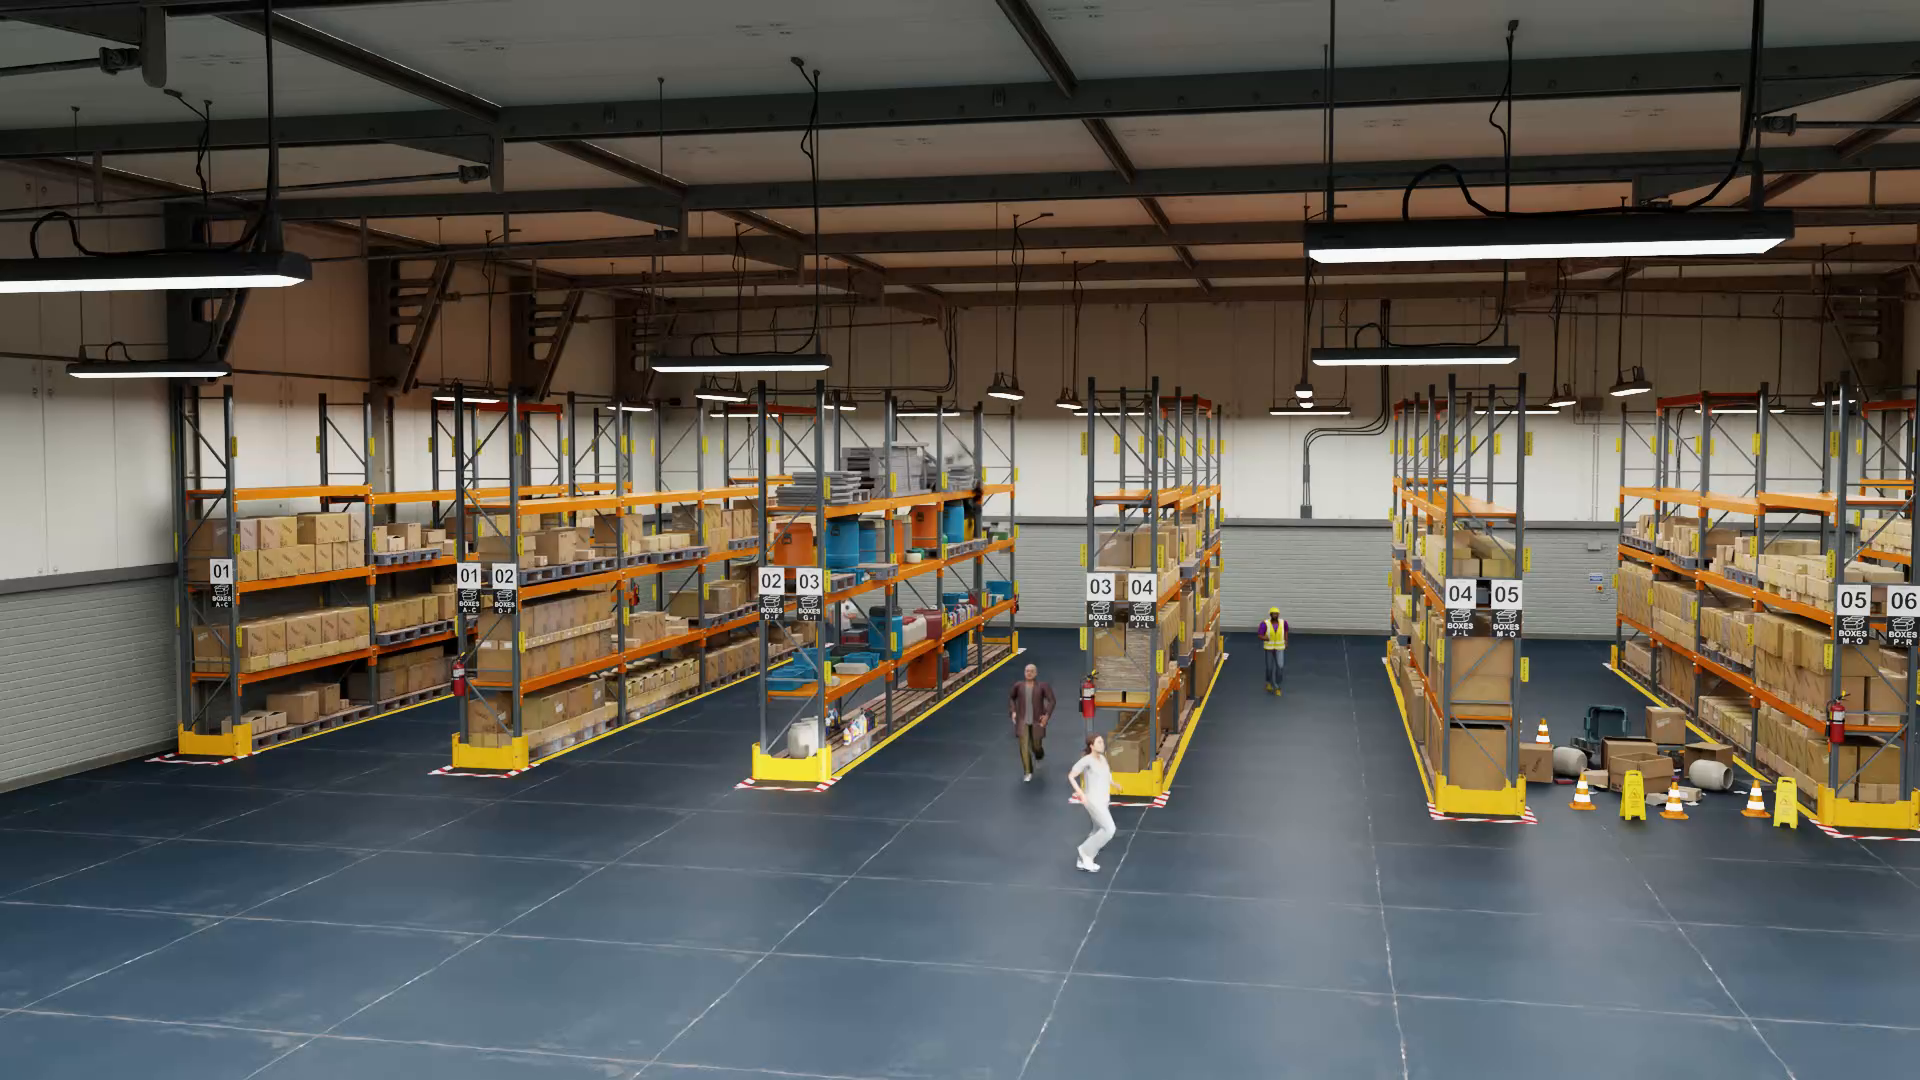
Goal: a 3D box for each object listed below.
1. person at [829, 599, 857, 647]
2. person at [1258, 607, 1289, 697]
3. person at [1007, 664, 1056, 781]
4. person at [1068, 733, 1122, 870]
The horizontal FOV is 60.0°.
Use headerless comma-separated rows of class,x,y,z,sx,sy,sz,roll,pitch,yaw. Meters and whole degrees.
person,-2.643,2.017,37.467,0.643,1.841,0.835,0,3,0
person,6.344,2.243,33.657,0.636,1.814,0.848,0,3,6
person,1.070,2.727,25.053,0.751,1.734,0.775,1,3,12
person,1.621,3.077,19.481,0.609,1.630,0.544,2,4,37
